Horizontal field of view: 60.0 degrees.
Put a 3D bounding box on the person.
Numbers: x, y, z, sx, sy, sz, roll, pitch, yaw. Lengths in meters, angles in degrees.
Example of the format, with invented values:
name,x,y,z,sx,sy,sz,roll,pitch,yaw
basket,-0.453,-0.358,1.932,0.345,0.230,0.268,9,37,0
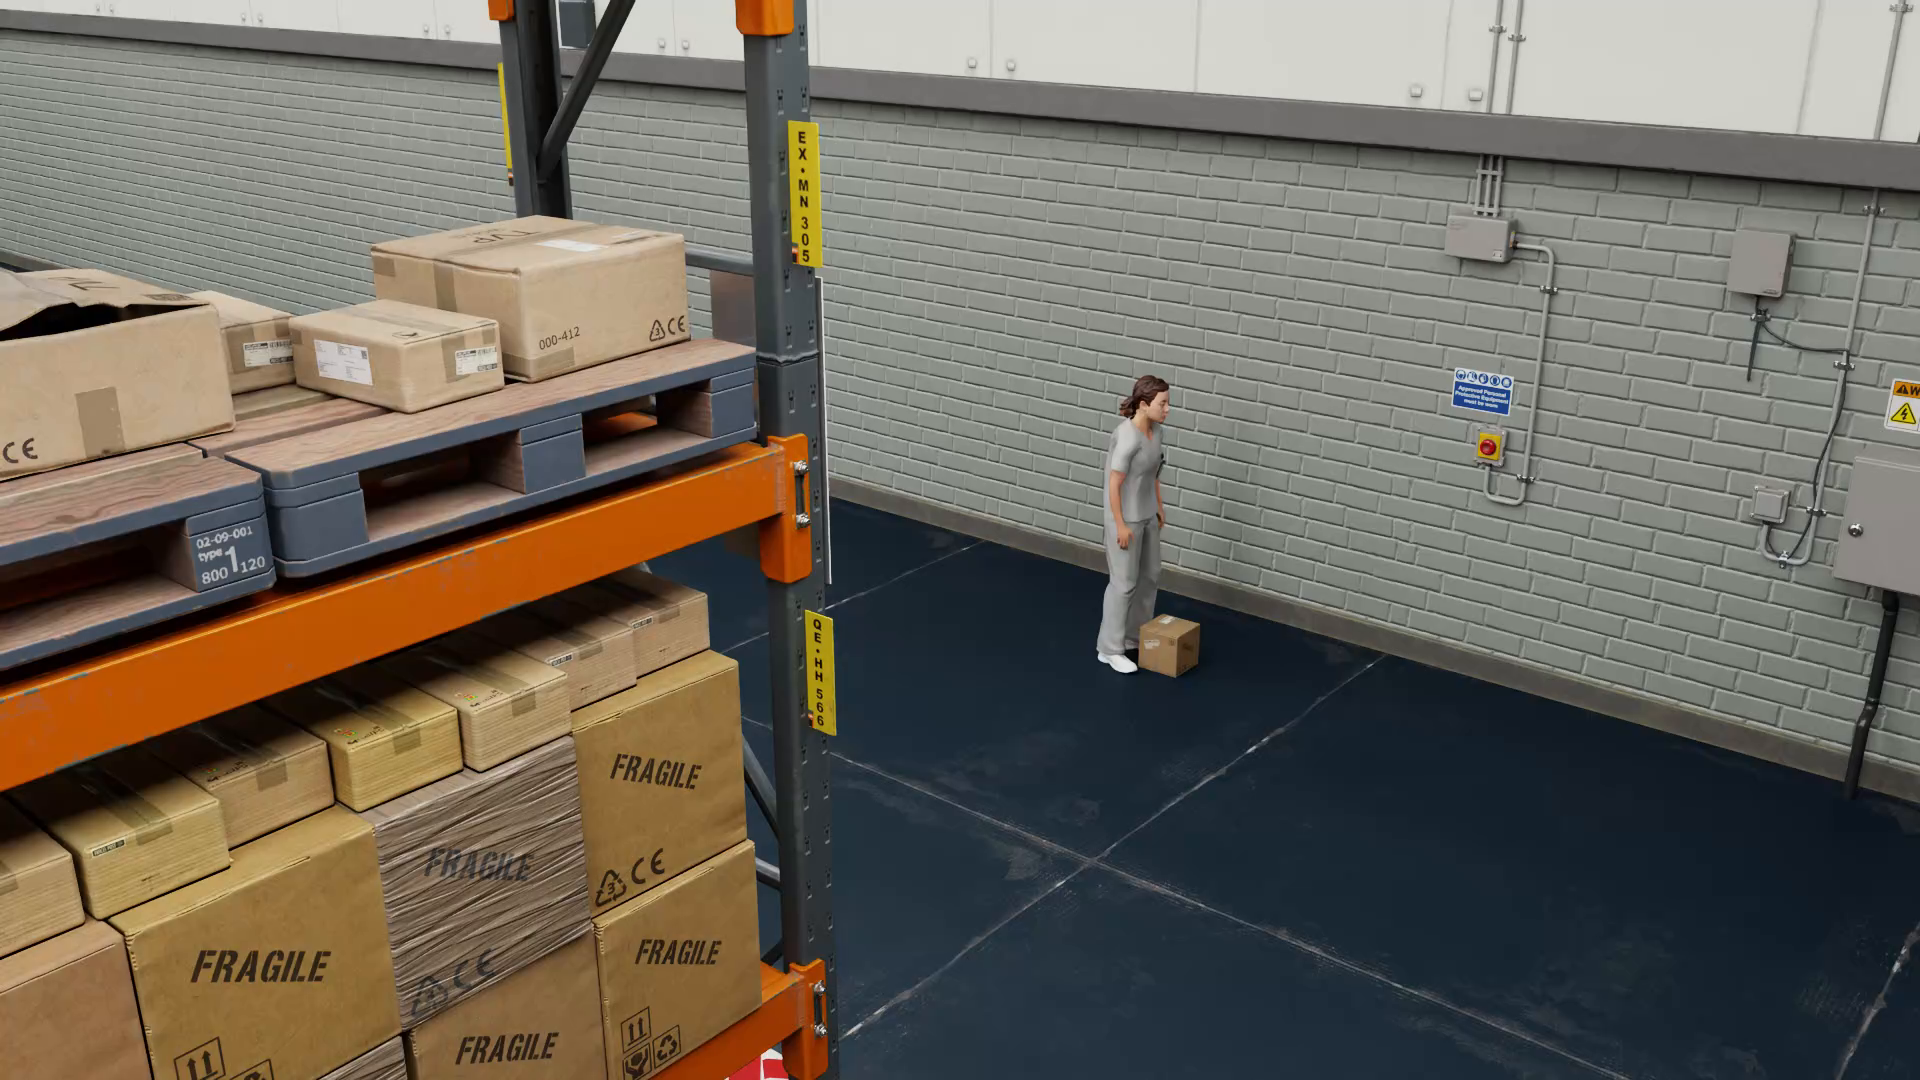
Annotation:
name,x,y,z,sx,sy,sz,roll,pitch,yaw
person,0.995,-0.115,9.389,0.354,1.672,0.516,14,25,34
